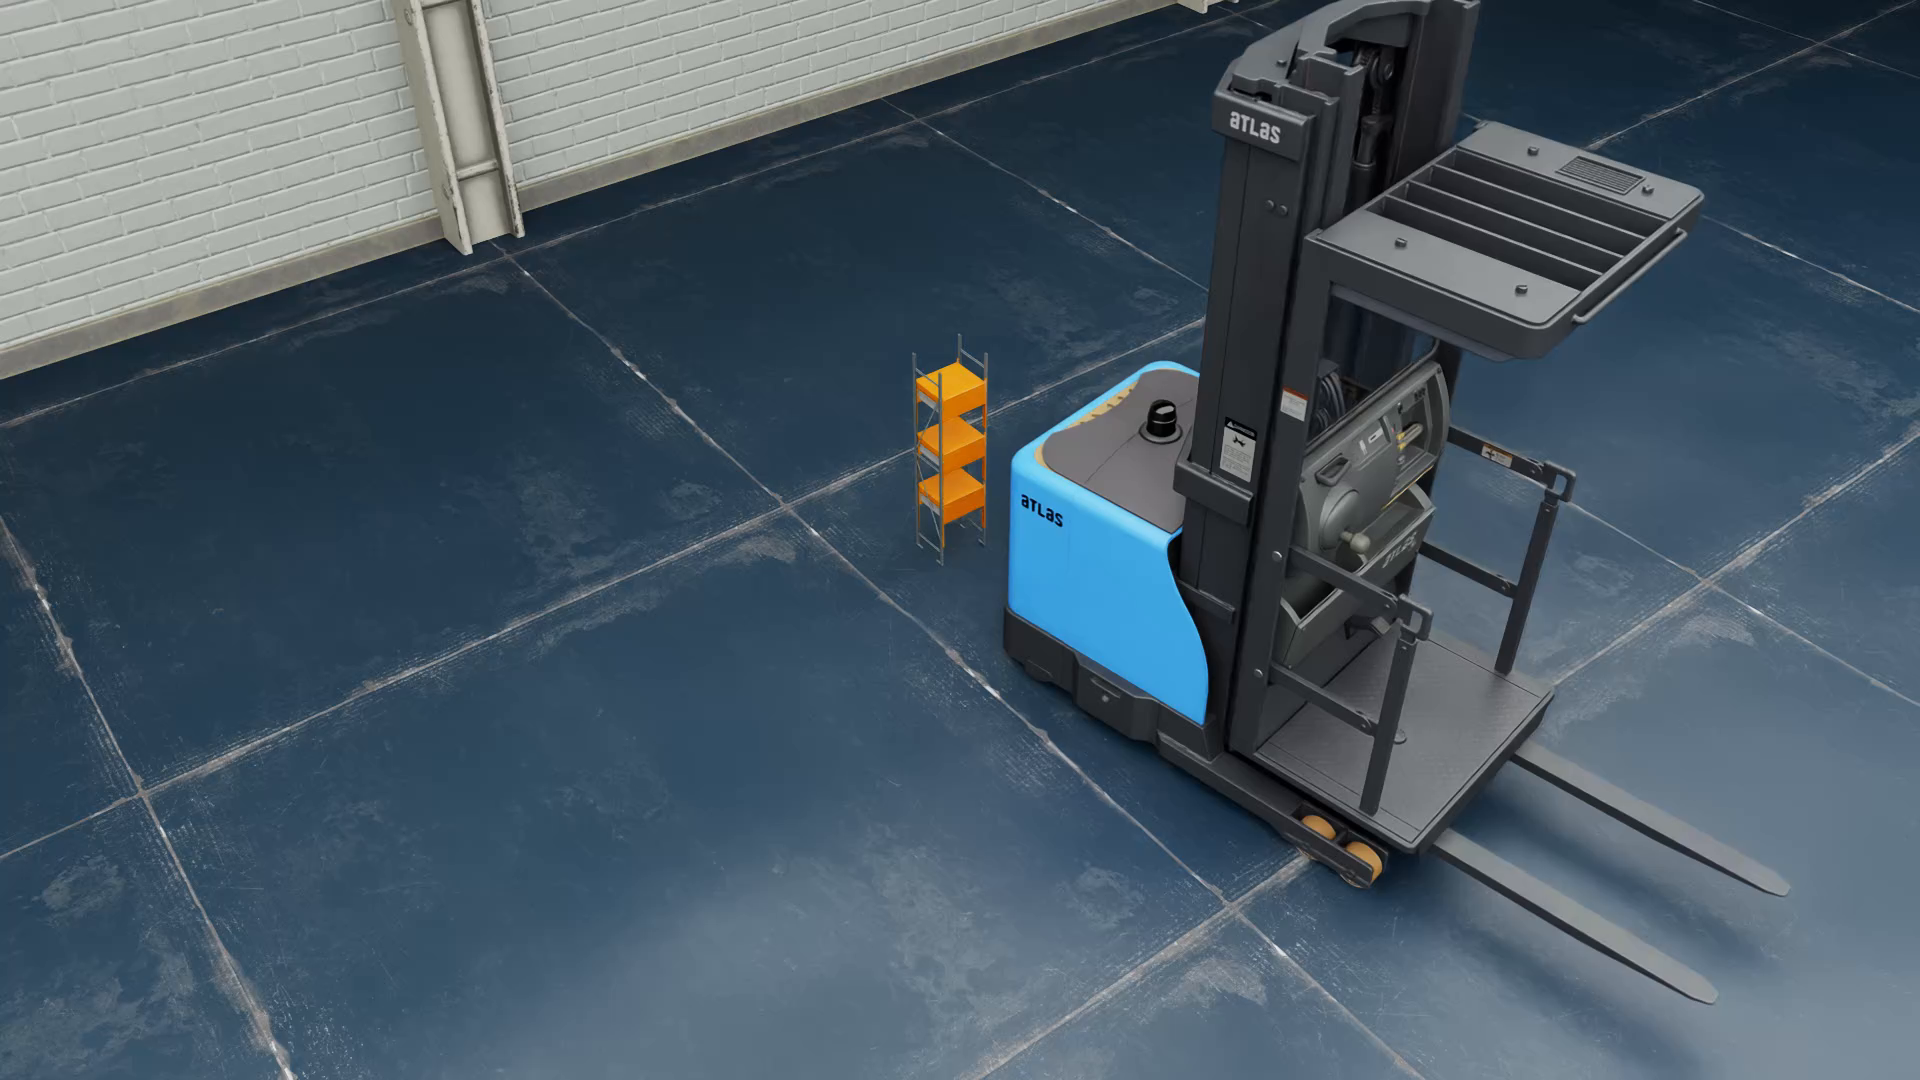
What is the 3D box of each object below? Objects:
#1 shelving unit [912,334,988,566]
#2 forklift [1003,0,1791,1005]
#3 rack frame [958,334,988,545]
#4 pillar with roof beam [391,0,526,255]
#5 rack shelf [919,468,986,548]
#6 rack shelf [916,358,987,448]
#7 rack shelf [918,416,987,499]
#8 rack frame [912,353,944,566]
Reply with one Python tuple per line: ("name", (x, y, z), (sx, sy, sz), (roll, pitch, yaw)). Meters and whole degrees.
("shelving unit", (-0.042, -0.385, 7.392), (0.252, 1.050, 0.215), (-26, 46, -28))
("forklift", (1.609, -0.224, 5.712), (3.031, 2.935, 1.130), (30, 48, 32))
("rack frame", (0.054, -0.432, 7.449), (0.008, 1.050, 0.200), (-26, 46, -28))
("pillar with roof beam", (-0.232, -3.144, 4.487), (0.400, 9.000, 9.100), (-26, 46, -28))
("rack shelf", (-0.042, -0.162, 7.575), (0.240, 0.259, 0.215), (-26, 46, -28))
("rack shelf", (-0.042, -0.596, 7.219), (0.240, 0.259, 0.215), (-26, 46, -28))
("rack shelf", (-0.042, -0.377, 7.399), (0.240, 0.259, 0.215), (-26, 46, -28))
("rack frame", (-0.139, -0.338, 7.334), (0.008, 1.050, 0.200), (-26, 46, -28))
